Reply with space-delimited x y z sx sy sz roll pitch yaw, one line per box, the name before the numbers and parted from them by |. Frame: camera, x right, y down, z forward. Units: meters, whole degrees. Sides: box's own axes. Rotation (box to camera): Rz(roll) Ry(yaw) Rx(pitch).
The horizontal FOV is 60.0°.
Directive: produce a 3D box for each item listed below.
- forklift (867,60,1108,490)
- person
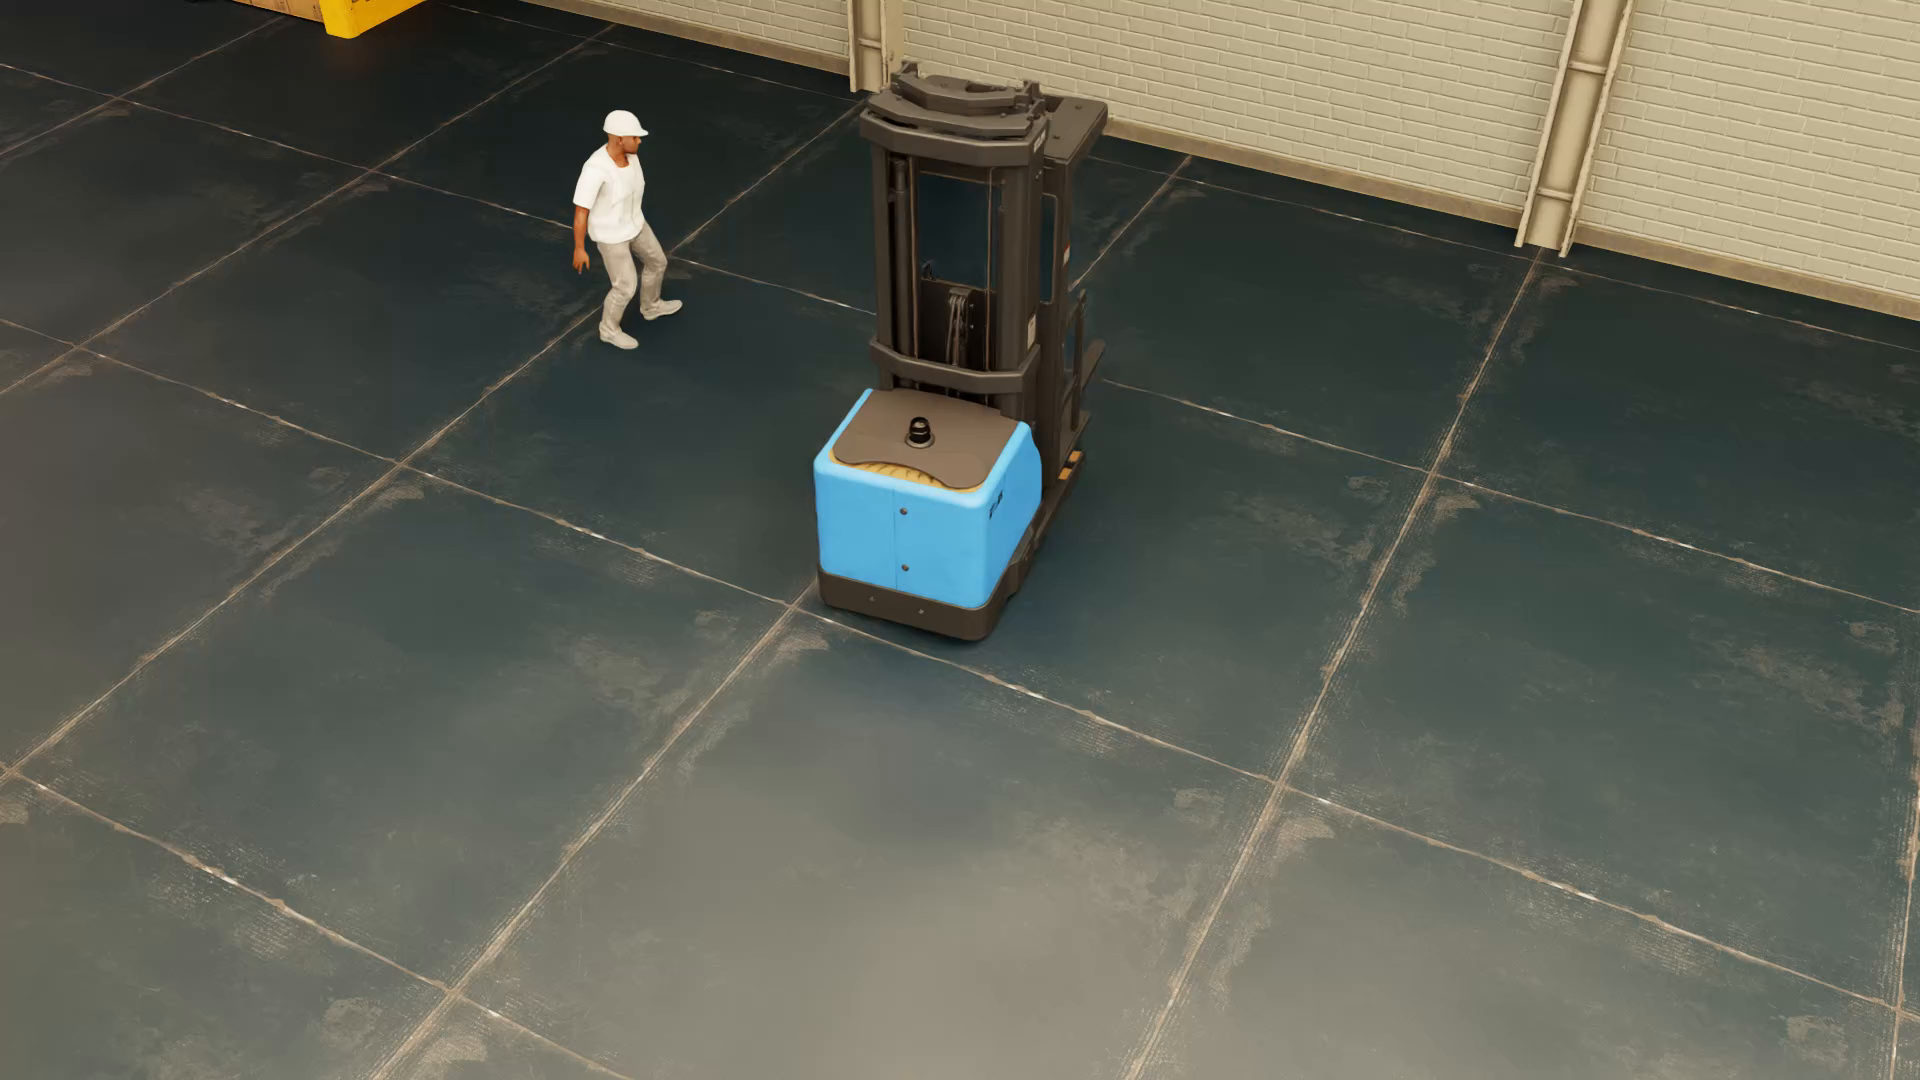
forklift | 0.173 -1.503 9.772 1.121 2.935 3.031 14 42 16
person | -2.321 -2.139 11.475 0.460 1.731 0.893 15 42 17
